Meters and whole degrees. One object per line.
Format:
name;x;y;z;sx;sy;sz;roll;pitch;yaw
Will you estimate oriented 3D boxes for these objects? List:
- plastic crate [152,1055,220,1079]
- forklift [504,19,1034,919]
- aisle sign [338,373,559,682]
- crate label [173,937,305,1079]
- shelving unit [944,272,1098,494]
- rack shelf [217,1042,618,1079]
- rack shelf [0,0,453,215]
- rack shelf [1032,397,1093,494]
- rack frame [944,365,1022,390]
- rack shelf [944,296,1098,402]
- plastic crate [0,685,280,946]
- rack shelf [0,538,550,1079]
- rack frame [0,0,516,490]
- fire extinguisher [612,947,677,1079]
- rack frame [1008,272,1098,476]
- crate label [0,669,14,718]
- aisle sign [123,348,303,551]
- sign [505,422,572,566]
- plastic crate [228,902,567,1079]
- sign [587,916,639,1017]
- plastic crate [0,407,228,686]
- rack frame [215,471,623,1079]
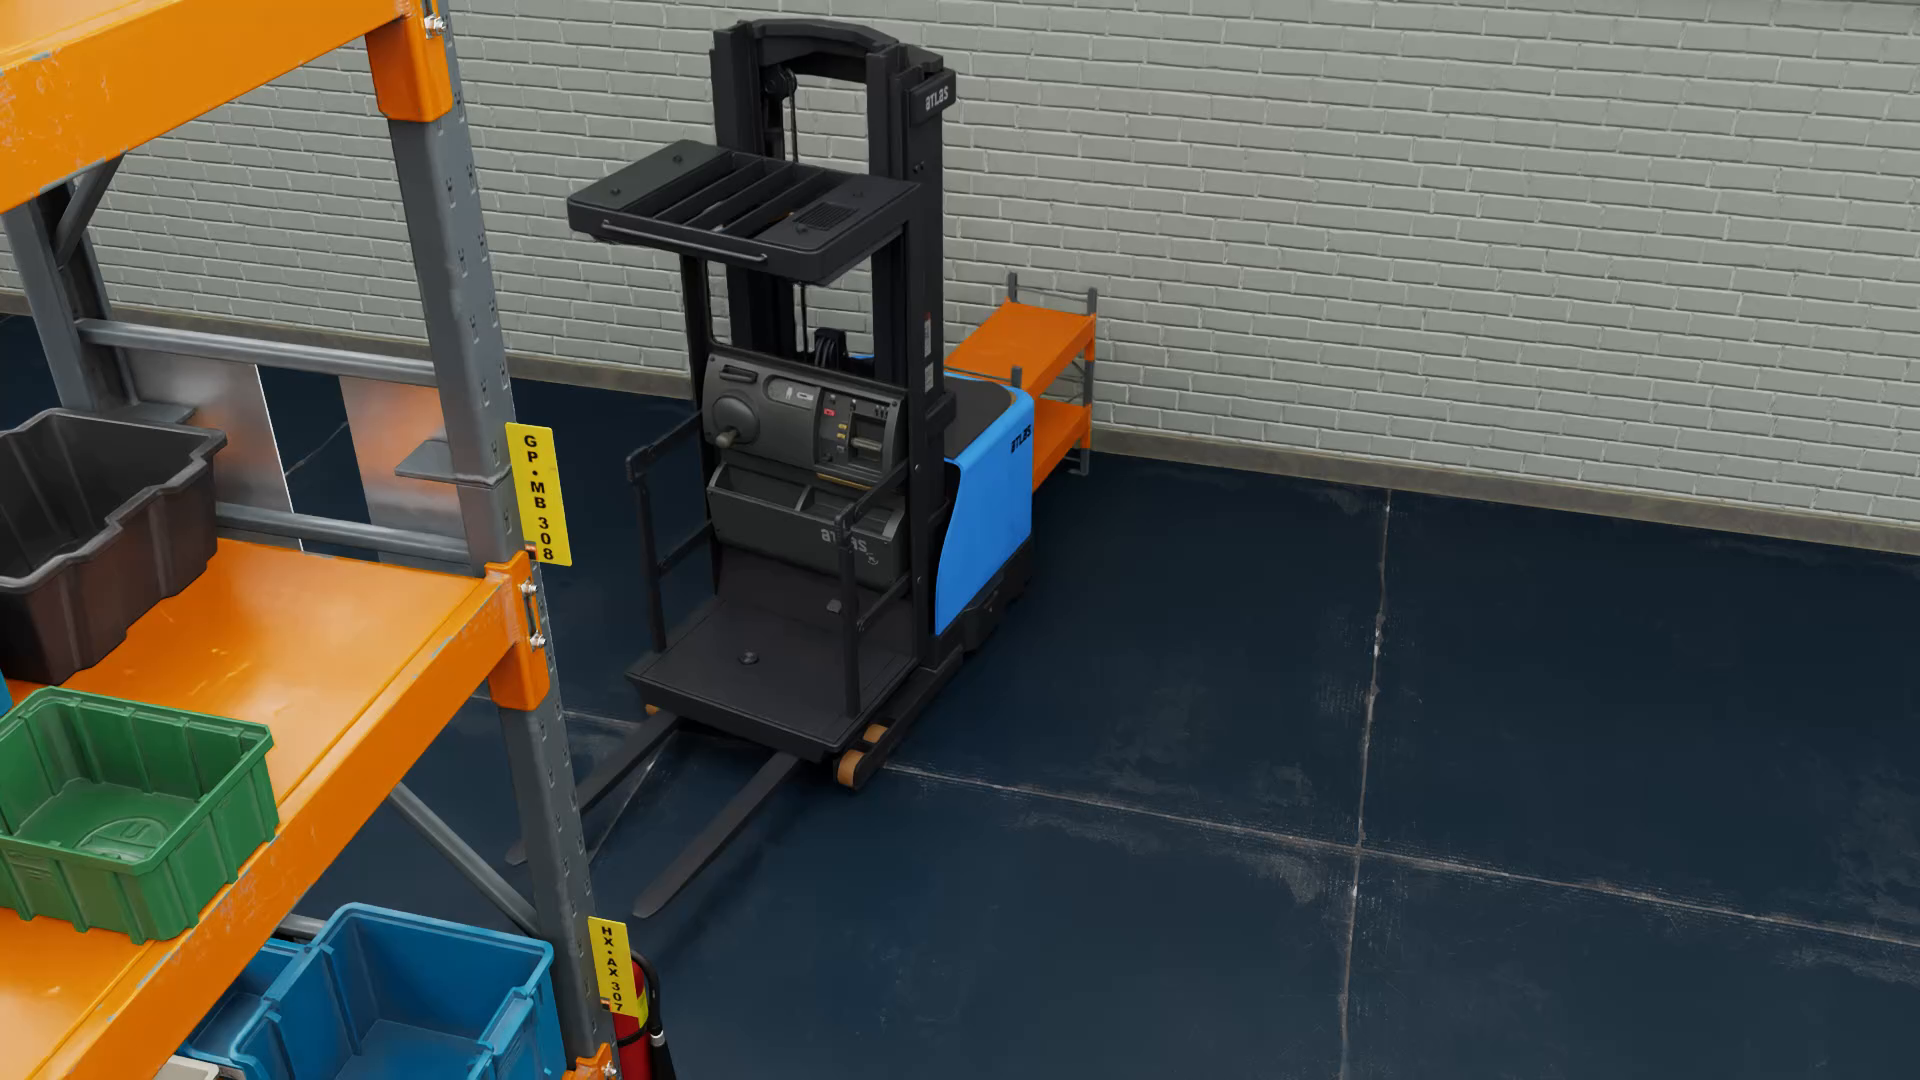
plastic crate;-1.939;1.389;3.958;0.250;0.136;0.298;8;33;12
forklift;-0.761;-0.453;6.731;1.130;2.935;3.031;16;36;23
aisle sign;-1.094;-0.030;3.578;0.394;0.787;0.004;8;33;12
crate label;-1.777;1.194;4.177;0.416;0.233;0.303;8;33;12
shelving unit;0.277;-0.650;8.724;0.538;1.125;1.048;14;35;21
rack shelf;-1.904;2.406;2.839;1.077;0.370;4.000;8;33;12
rack shelf;-1.904;0.043;1.337;1.077;0.370;4.000;8;33;12
rack shelf;0.277;-0.444;8.855;0.538;0.278;1.000;14;35;21
rack frame;0.064;-0.402;8.334;0.500;1.125;0.032;14;35;21
rack shelf;0.277;-0.897;8.567;0.538;0.278;1.000;14;35;21
plastic crate;-1.370;0.439;2.665;0.450;0.188;0.336;8;33;12
rack shelf;-1.904;1.140;2.035;1.077;0.370;4.000;8;33;12
rack frame;-1.396;-1.467;2.669;1.000;3.000;0.127;8;33;12
fire extinguisher;-0.918;1.239;4.426;0.296;0.674;0.183;8;33;12
rack frame;0.490;-0.897;9.113;0.500;1.125;0.032;14;35;21
crate label;-1.943;0.297;2.830;0.408;0.251;0.502;8;33;12
aisle sign;-1.665;-0.110;3.704;0.394;0.787;0.004;8;33;12
sign;-0.860;-0.090;3.398;0.100;0.325;0.005;8;33;12
plastic crate;-1.300;1.224;3.940;0.616;0.435;0.499;8;33;12
sign;-0.860;1.063;4.131;0.100;0.325;0.005;8;33;12
plastic crate;-1.763;0.016;3.255;0.497;0.269;0.590;8;33;12
rack frame;-1.396;1.065;4.279;1.000;3.000;0.127;8;33;12
